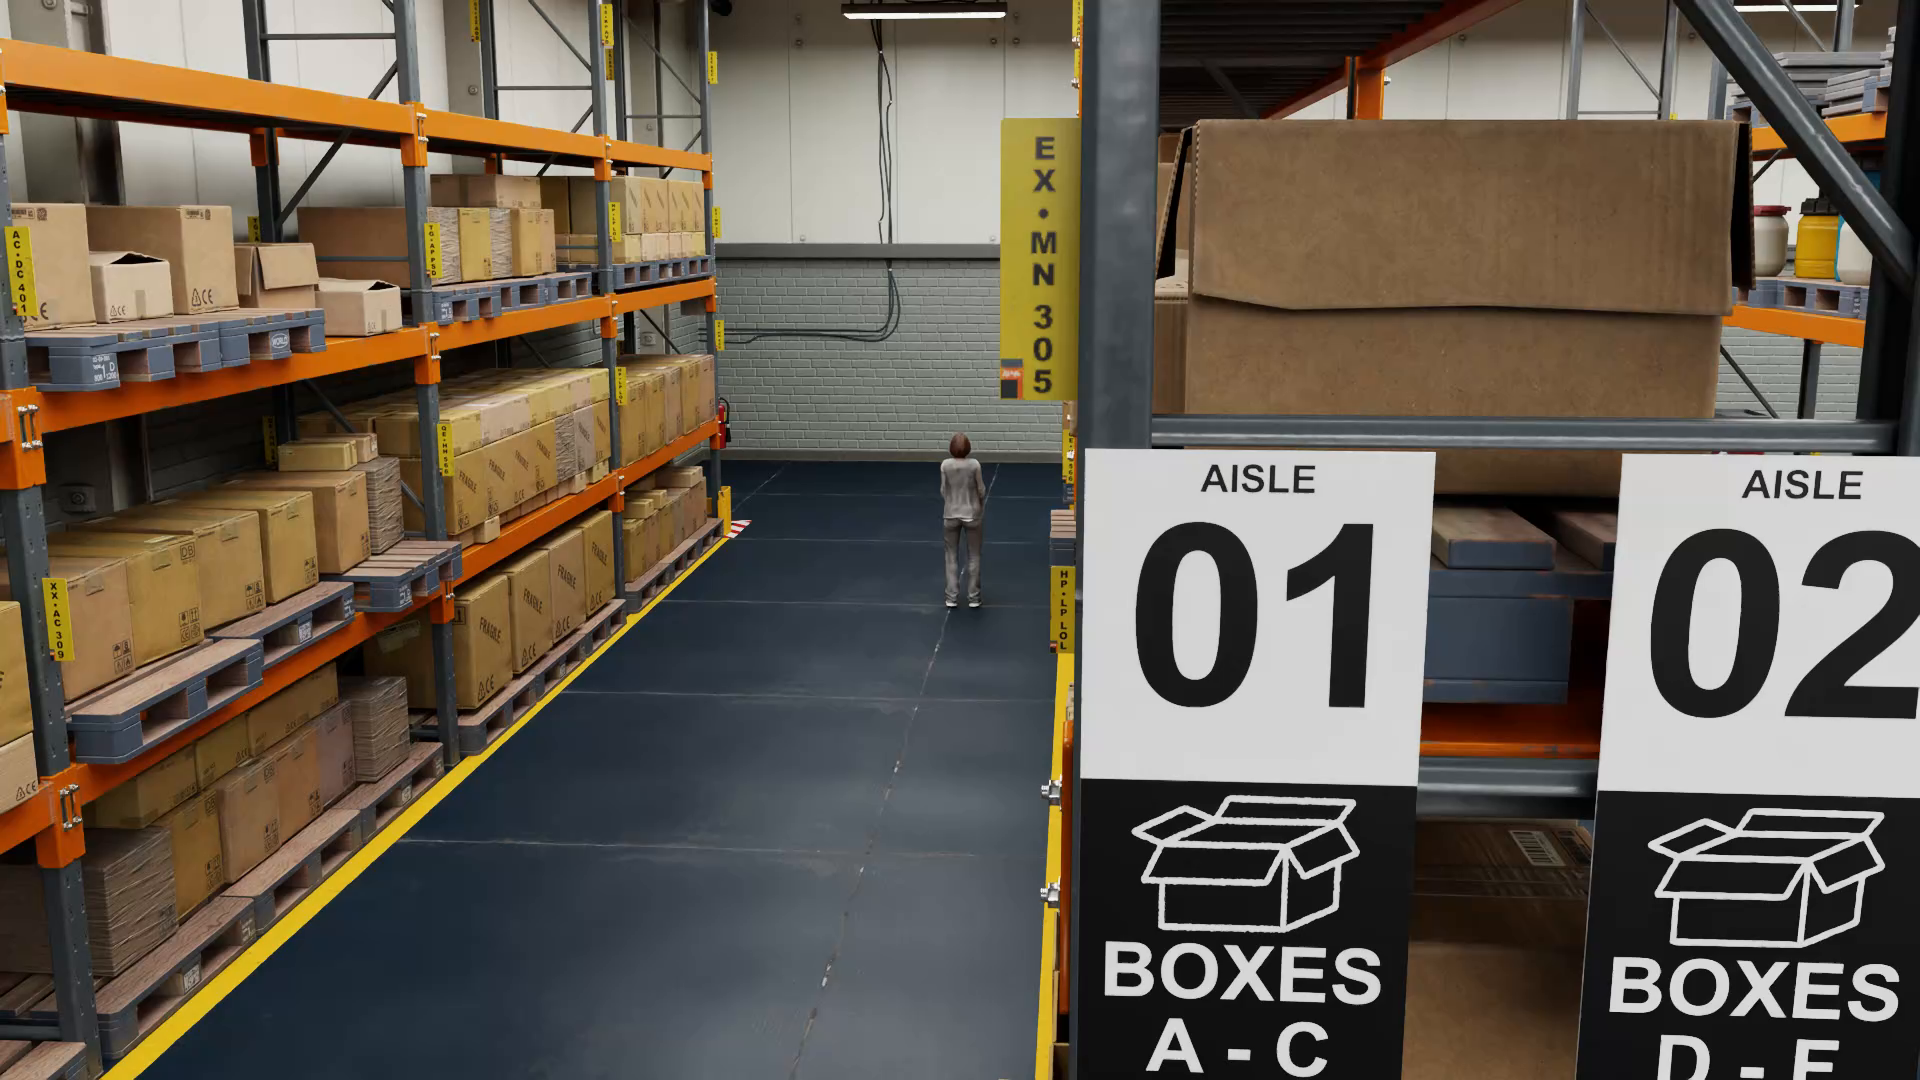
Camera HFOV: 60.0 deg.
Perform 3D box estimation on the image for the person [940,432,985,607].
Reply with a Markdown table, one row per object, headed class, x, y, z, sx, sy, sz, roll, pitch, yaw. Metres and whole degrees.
| class | x | y | z | sx | sy | sz | roll | pitch | yaw |
| --- | --- | --- | --- | --- | --- | --- | --- | --- | --- |
| person | 0.025 | -0.198 | 14.996 | 0.406 | 1.588 | 0.492 | 1 | 11 | 4 |
